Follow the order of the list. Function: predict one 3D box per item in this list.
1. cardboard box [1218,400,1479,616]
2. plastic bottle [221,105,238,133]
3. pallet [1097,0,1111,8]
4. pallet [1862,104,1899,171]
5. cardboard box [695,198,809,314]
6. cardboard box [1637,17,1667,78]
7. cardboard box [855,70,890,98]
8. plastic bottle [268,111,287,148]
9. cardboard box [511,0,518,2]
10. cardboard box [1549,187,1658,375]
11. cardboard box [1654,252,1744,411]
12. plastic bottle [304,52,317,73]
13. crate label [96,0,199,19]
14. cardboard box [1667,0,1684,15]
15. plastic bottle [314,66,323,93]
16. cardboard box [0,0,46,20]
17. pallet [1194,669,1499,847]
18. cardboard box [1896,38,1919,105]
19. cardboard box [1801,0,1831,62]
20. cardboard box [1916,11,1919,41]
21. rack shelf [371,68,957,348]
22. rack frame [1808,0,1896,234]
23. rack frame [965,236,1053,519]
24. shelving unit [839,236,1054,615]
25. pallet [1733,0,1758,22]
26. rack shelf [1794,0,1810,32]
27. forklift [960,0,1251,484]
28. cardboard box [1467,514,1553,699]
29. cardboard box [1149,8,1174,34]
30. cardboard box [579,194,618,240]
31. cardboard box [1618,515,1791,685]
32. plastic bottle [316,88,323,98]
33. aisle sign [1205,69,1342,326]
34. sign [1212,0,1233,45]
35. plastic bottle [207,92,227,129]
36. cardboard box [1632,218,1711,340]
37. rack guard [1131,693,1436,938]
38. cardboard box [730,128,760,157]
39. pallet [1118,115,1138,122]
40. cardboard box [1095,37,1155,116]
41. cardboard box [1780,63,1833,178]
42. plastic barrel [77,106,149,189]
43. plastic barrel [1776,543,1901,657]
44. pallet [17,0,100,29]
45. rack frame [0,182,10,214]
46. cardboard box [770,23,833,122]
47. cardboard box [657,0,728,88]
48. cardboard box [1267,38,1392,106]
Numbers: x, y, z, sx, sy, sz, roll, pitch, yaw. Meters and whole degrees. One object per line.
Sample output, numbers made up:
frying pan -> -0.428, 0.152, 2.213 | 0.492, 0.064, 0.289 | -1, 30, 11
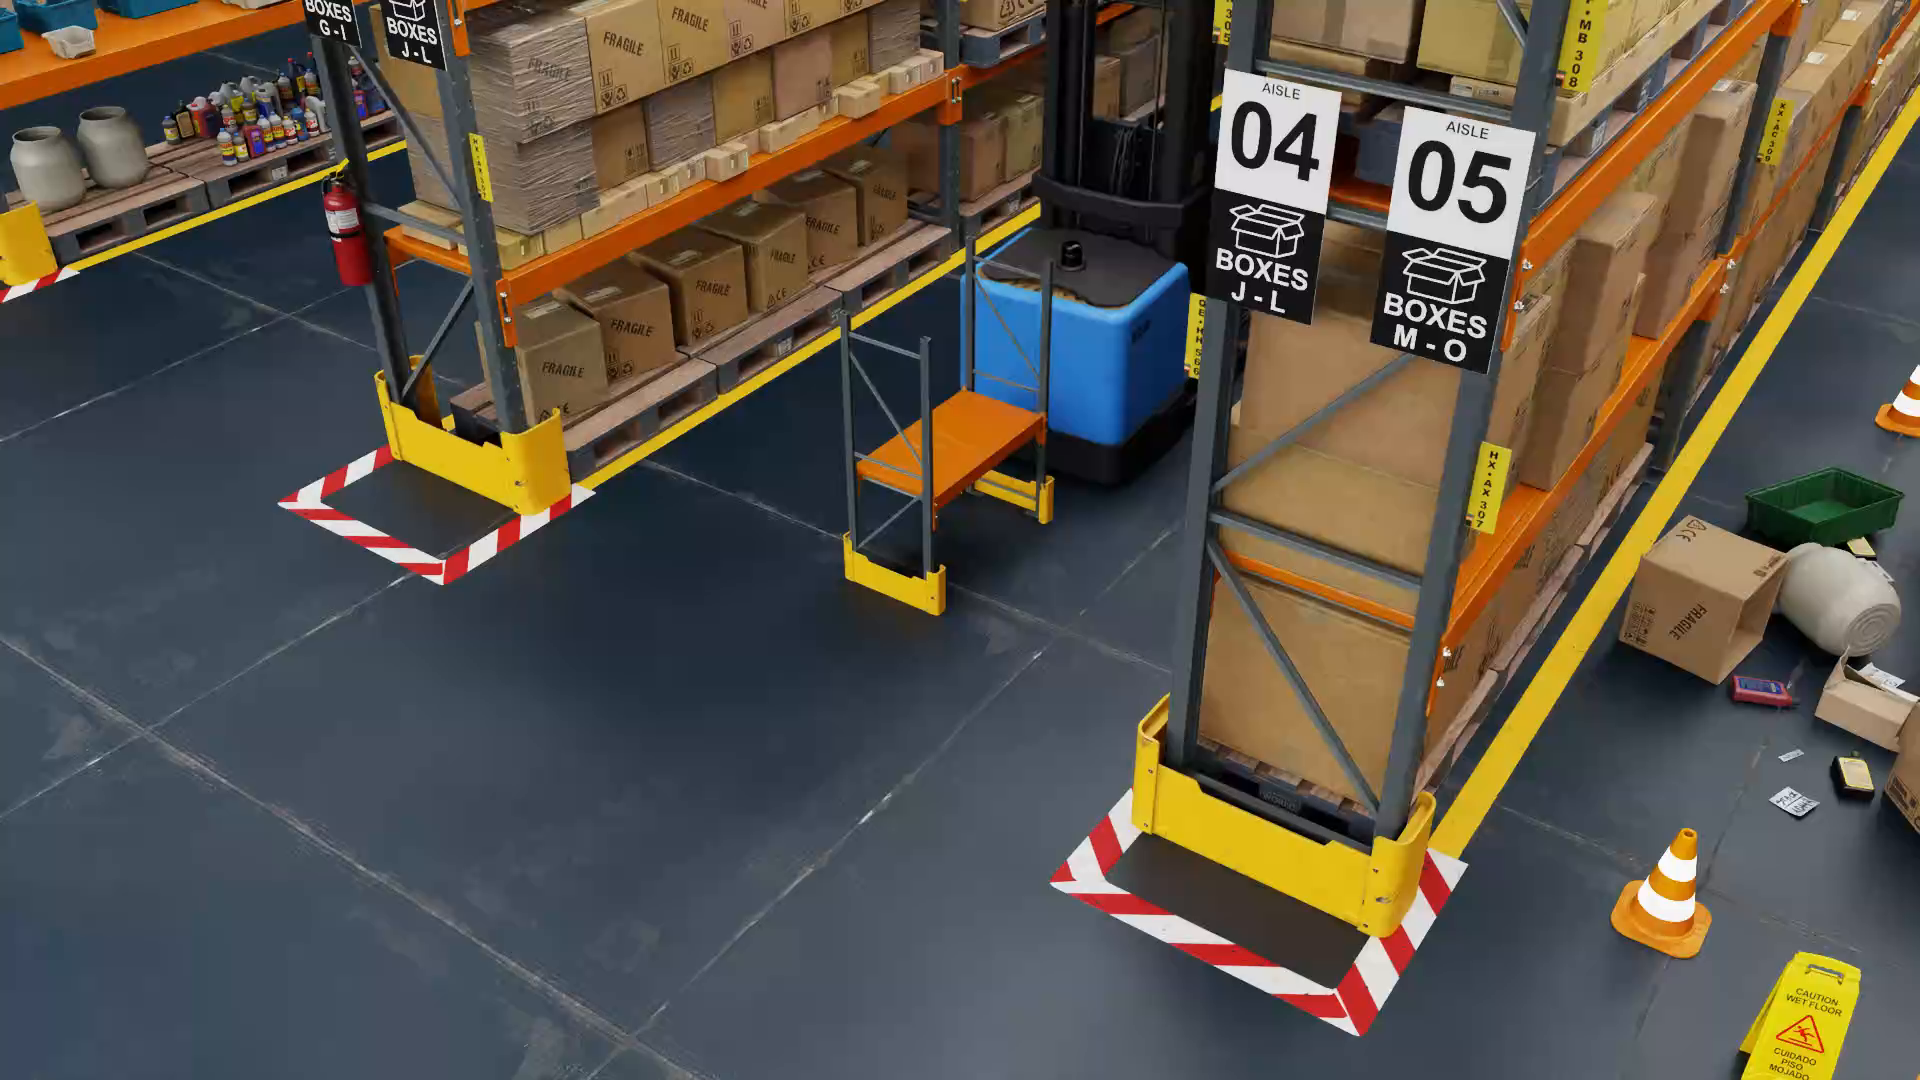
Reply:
cardboard box -> 1.461, -0.205, 6.242 | 0.875, 0.550, 0.550 | 21, 39, 28
plastic bottle -> -5.754, -3.319, 13.085 | 0.097, 0.201, 0.097 | 0, 34, 0
pallet -> 0.736, -4.267, 12.553 | 1.003, 0.211, 1.213 | 21, 39, 28
pallet -> 6.991, -3.403, 13.593 | 1.003, 0.211, 1.213 | 21, 39, 28
cardboard box -> -1.320, -1.820, 10.620 | 0.500, 0.500, 0.500 | 18, 38, 24
cardboard box -> 2.178, -1.717, 5.693 | 0.380, 0.149, 0.250 | 22, 40, 29
cardboard box -> -0.673, -2.925, 10.622 | 0.380, 0.149, 0.250 | 21, 39, 28
plastic bottle -> -5.257, -3.161, 12.790 | 0.097, 0.271, 0.097 | 0, 34, 0
cardboard box -> -2.339, -2.732, 8.864 | 0.500, 0.500, 0.500 | 21, 39, 28
cardboard box -> 2.199, -1.123, 6.635 | 0.875, 0.550, 0.550 | 21, 39, 28
cardboard box -> 3.848, -1.355, 9.710 | 1.050, 0.750, 0.750 | 21, 39, 28
plastic bottle -> -5.320, -3.858, 13.749 | 0.144, 0.351, 0.185 | 22, 40, 29
crate label -> -5.972, -4.119, 12.131 | 0.502, 0.435, 0.616 | 21, 39, 28
cardboard box -> 2.348, -2.084, 5.880 | 0.500, 0.250, 0.500 | 21, 39, 28
plastic bottle -> -5.201, -3.812, 13.681 | 0.144, 0.351, 0.185 | 21, 39, 28
cardboard box -> -8.964, -5.120, 15.723 | 0.500, 0.250, 0.500 | 21, 39, 28
pallet -> 1.678, 0.804, 7.372 | 1.003, 0.211, 1.213 | 21, 39, 28
cardboard box -> 7.621, -3.962, 13.787 | 0.500, 0.500, 0.500 | 20, 39, 27
cardboard box -> 4.715, -3.187, 9.803 | 0.700, 0.500, 0.500 | 21, 39, 28
cardboard box -> 7.608, -4.274, 13.579 | 0.500, 0.250, 0.500 | 23, 40, 30
rack shelf -> -1.590, -2.211, 9.984 | 1.077, 0.370, 4.000 | 21, 39, 28
rack frame -> 5.848, -3.640, 11.454 | 1.000, 3.000, 0.127 | 21, 39, 28
rack frame -> 0.241, -0.816, 8.618 | 0.500, 1.500, 0.032 | 21, 39, 28
shelving unit -> -0.043, -0.586, 8.278 | 0.587, 1.500, 1.083 | 21, 39, 28
pallet -> 3.092, -2.631, 7.365 | 1.003, 0.211, 1.213 | 21, 39, 28
rack shelf -> 4.708, -3.664, 9.455 | 1.077, 0.370, 4.000 | 21, 39, 28
forklift -> 1.169, -2.318, 9.561 | 1.130, 2.935, 3.031 | 18, 38, 25
cardboard box -> 2.119, 0.009, 7.580 | 0.875, 0.875, 0.875 | 21, 39, 27
cardboard box -> 1.474, -4.410, 13.763 | 0.500, 0.250, 0.500 | 23, 40, 30
cardboard box -> -2.059, -1.759, 8.898 | 0.380, 0.149, 0.250 | 21, 39, 28
cardboard box -> 3.525, 0.278, 7.891 | 0.500, 0.500, 0.500 | 29, 44, 36
plastic bottle -> -5.041, -3.464, 13.227 | 0.061, 0.283, 0.133 | 21, 39, 28
aisle sign -> 1.000, -1.098, 5.375 | 0.394, 0.787, 0.004 | 21, 39, 28
sign -> 0.849, -1.714, 5.210 | 0.100, 0.325, 0.005 | 21, 39, 28
plastic bottle -> -5.867, -3.381, 13.111 | 0.152, 0.276, 0.135 | 20, 39, 27
cardboard box -> 3.072, -1.427, 8.049 | 0.875, 0.550, 0.550 | 21, 39, 28
rack guard -> 1.273, 1.089, 6.694 | 1.175, 0.500, 0.348 | 21, 39, 28
cardboard box -> -1.403, -2.356, 9.781 | 0.380, 0.149, 0.250 | 21, 39, 28
pallet -> 0.688, -3.197, 13.289 | 1.003, 0.211, 1.213 | 21, 39, 28
cardboard box -> 1.160, -3.843, 13.594 | 0.700, 0.500, 0.500 | 18, 38, 24
cardboard box -> 4.663, -2.458, 9.618 | 0.500, 0.500, 0.500 | 21, 39, 28
plastic barrel -> -6.201, -2.872, 12.165 | 0.421, 0.512, 0.421 | 0, 34, 0
plastic barrel -> 4.181, 0.280, 7.957 | 0.421, 0.421, 0.512 | -9, 35, -13
pallet -> -9.074, -5.088, 16.085 | 1.003, 0.211, 1.213 | 21, 39, 28
rack frame -> -6.799, -3.171, 10.761 | 1.000, 3.000, 0.127 | 21, 39, 28
cardboard box -> -1.273, -2.926, 10.044 | 0.875, 0.500, 0.500 | 21, 39, 28
cardboard box -> -1.618, -2.792, 8.954 | 0.500, 0.500, 0.500 | 21, 39, 28
cardboard box -> 1.198, -1.573, 5.481 | 0.380, 0.149, 0.250 | 21, 39, 28
